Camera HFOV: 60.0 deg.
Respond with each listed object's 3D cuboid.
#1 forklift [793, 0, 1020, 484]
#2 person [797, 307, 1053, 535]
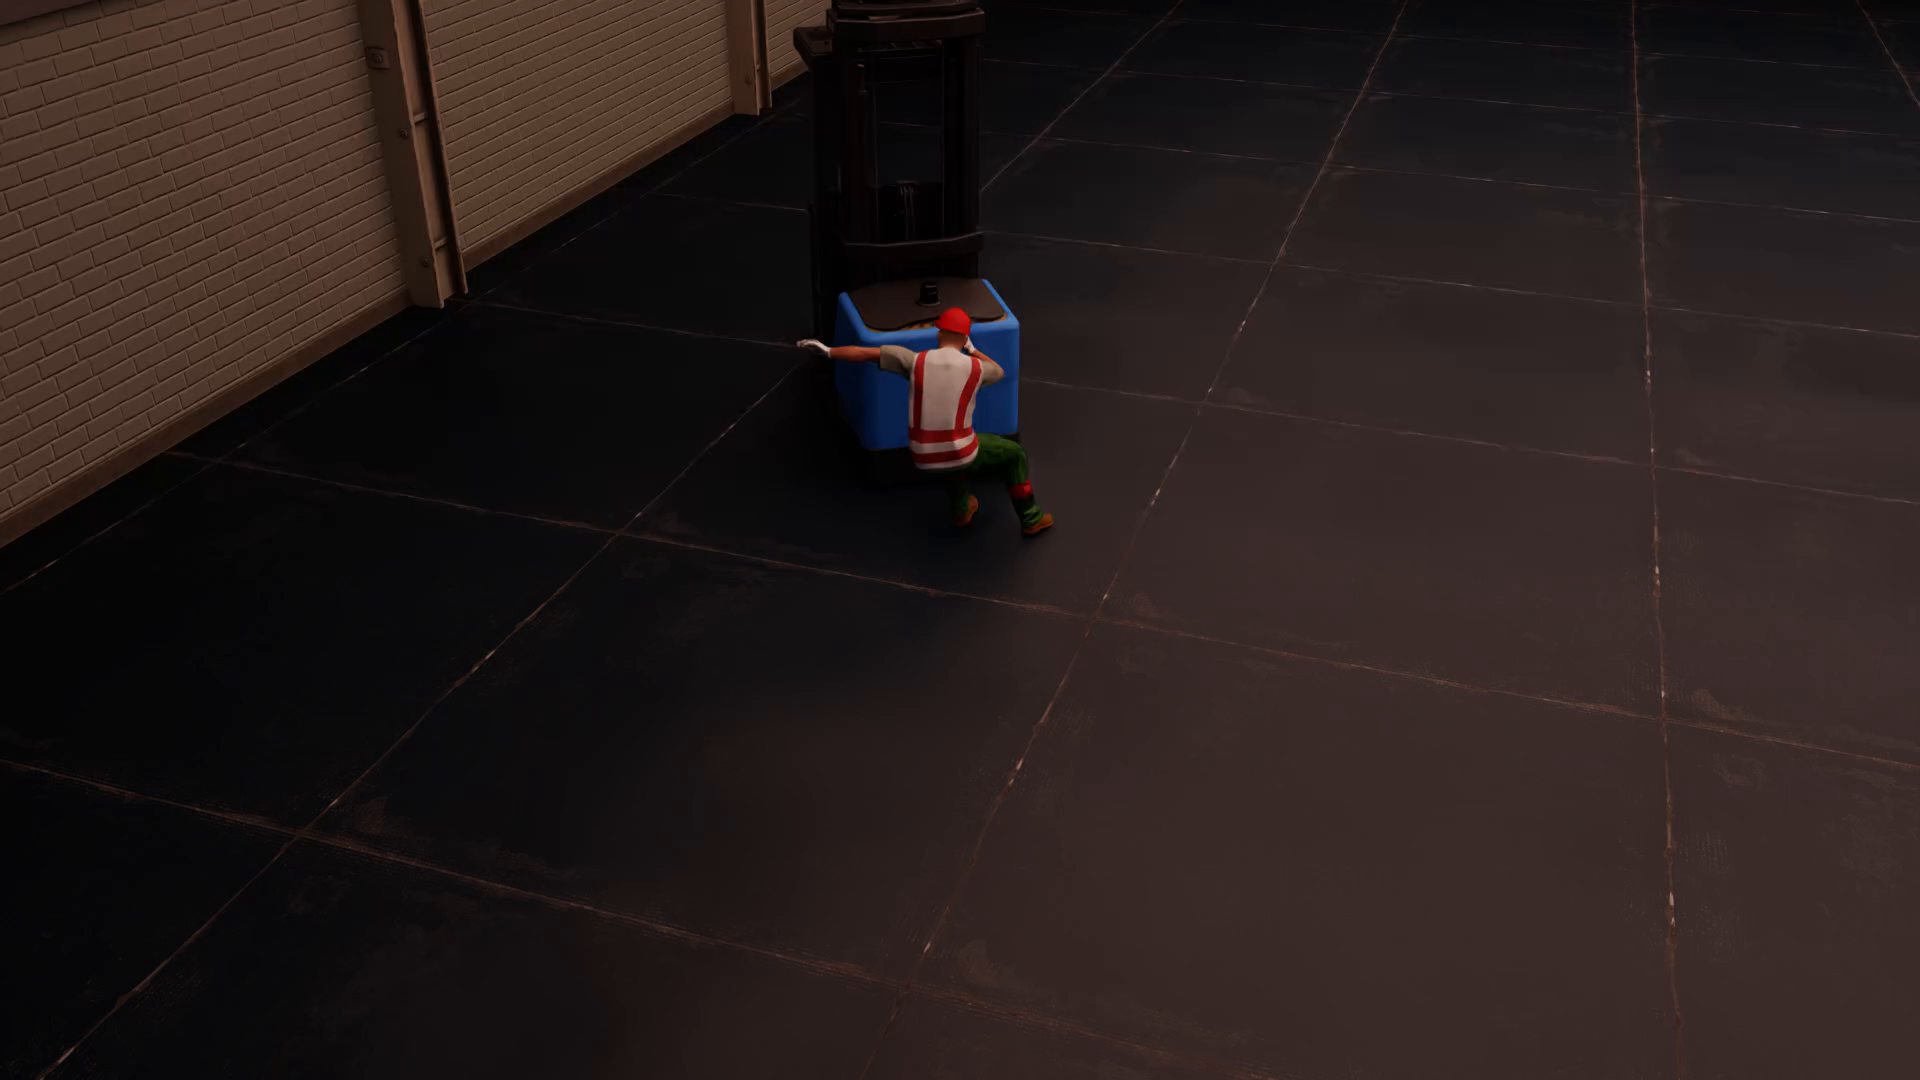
[{"bbox_3d":[-0.474,-2.346,11.251,1.130,2.935,3.031,-7,30,-12],"label":"forklift"},{"bbox_3d":[-0.188,-0.680,9.840,1.489,1.455,0.756,4,30,7],"label":"person"}]
